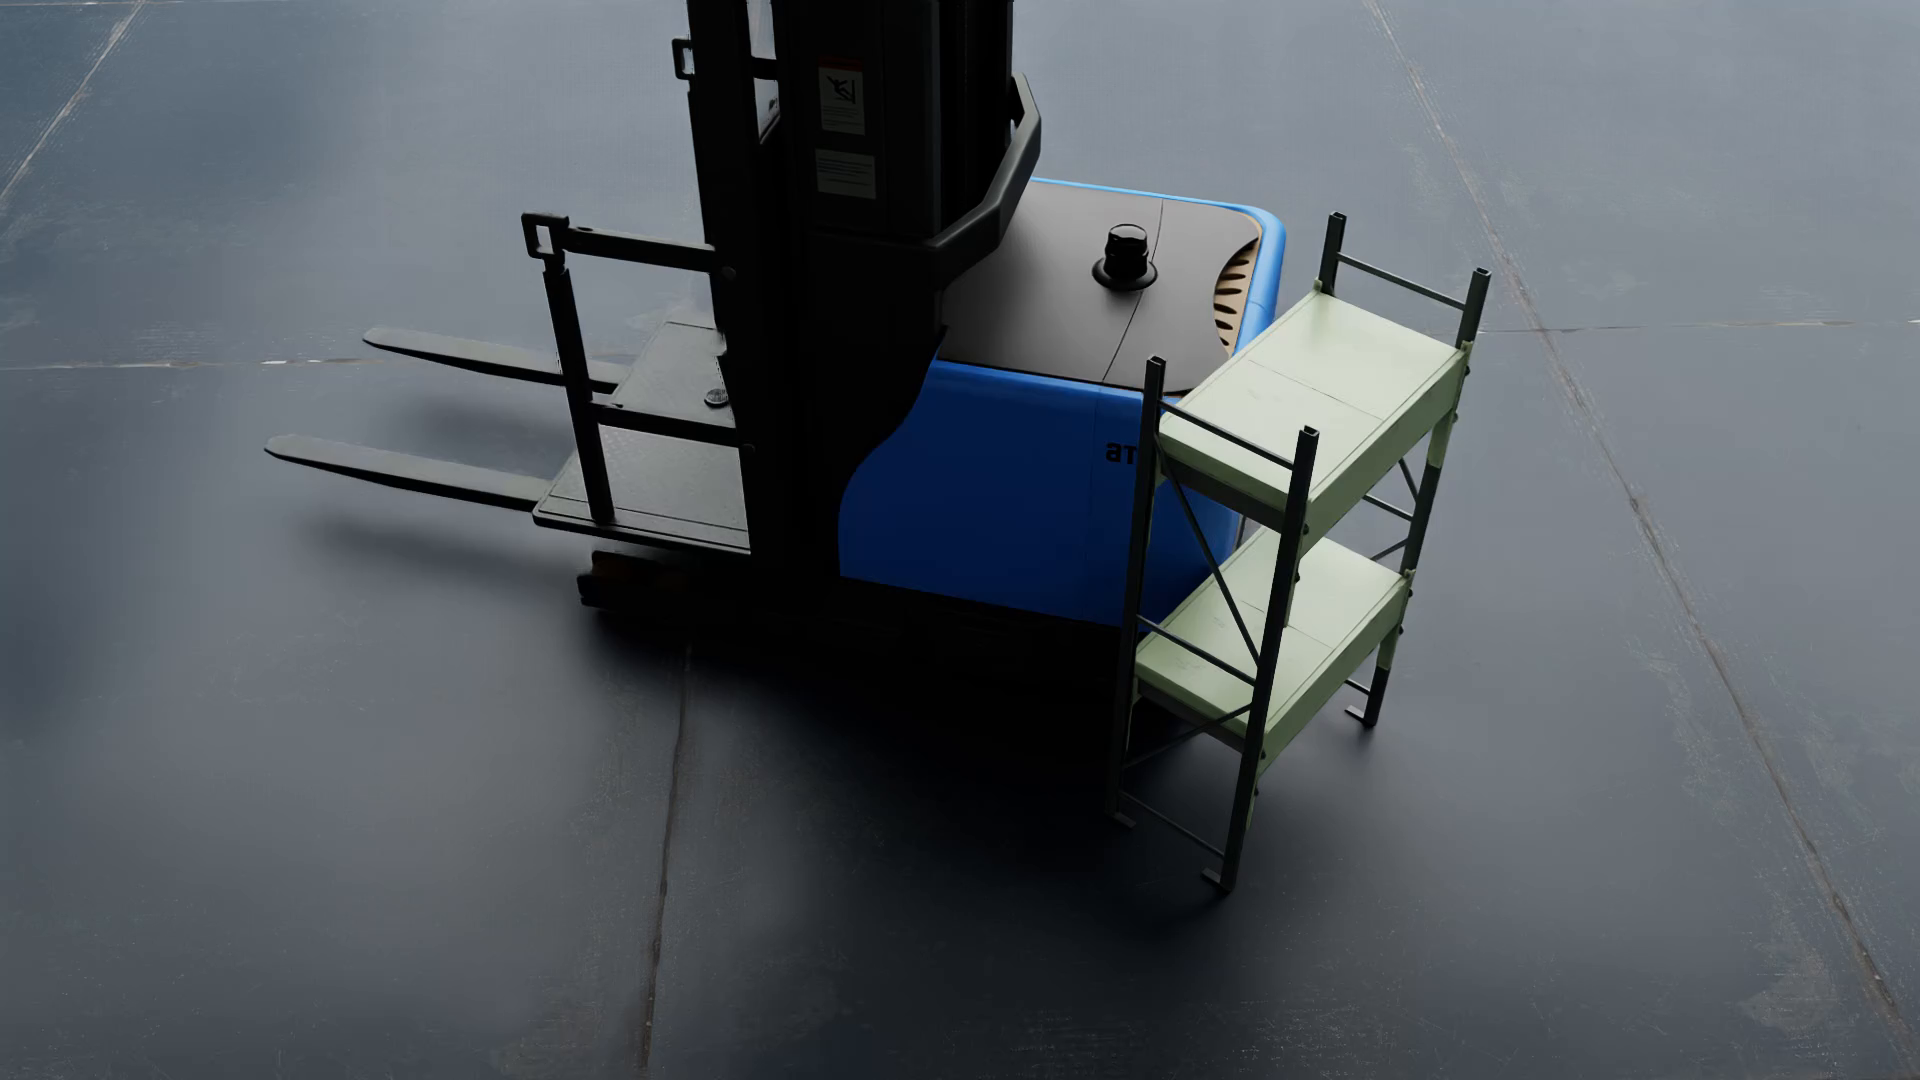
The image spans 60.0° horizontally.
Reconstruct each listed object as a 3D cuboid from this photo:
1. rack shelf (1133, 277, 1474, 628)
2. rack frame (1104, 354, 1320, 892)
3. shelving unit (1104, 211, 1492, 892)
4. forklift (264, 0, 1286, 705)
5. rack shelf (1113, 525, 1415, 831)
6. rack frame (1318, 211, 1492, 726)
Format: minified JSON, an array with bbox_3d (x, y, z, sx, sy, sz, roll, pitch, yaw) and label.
[{"bbox_3d":[0.782,-0.219,3.801,0.431,0.370,0.720,29,50,28],"label":"rack shelf"},{"bbox_3d":[0.547,0.259,3.858,0.400,1.500,0.023,29,50,28],"label":"rack frame"},{"bbox_3d":[0.782,0.069,4.065,0.431,1.500,0.755,29,50,28],"label":"shelving unit"},{"bbox_3d":[-0.645,-1.161,4.347,3.031,2.935,1.130,10,43,11],"label":"forklift"},{"bbox_3d":[0.782,0.309,4.285,0.431,0.370,0.720,29,50,28],"label":"rack shelf"},{"bbox_3d":[1.016,-0.121,4.272,0.400,1.500,0.023,29,50,28],"label":"rack frame"}]
